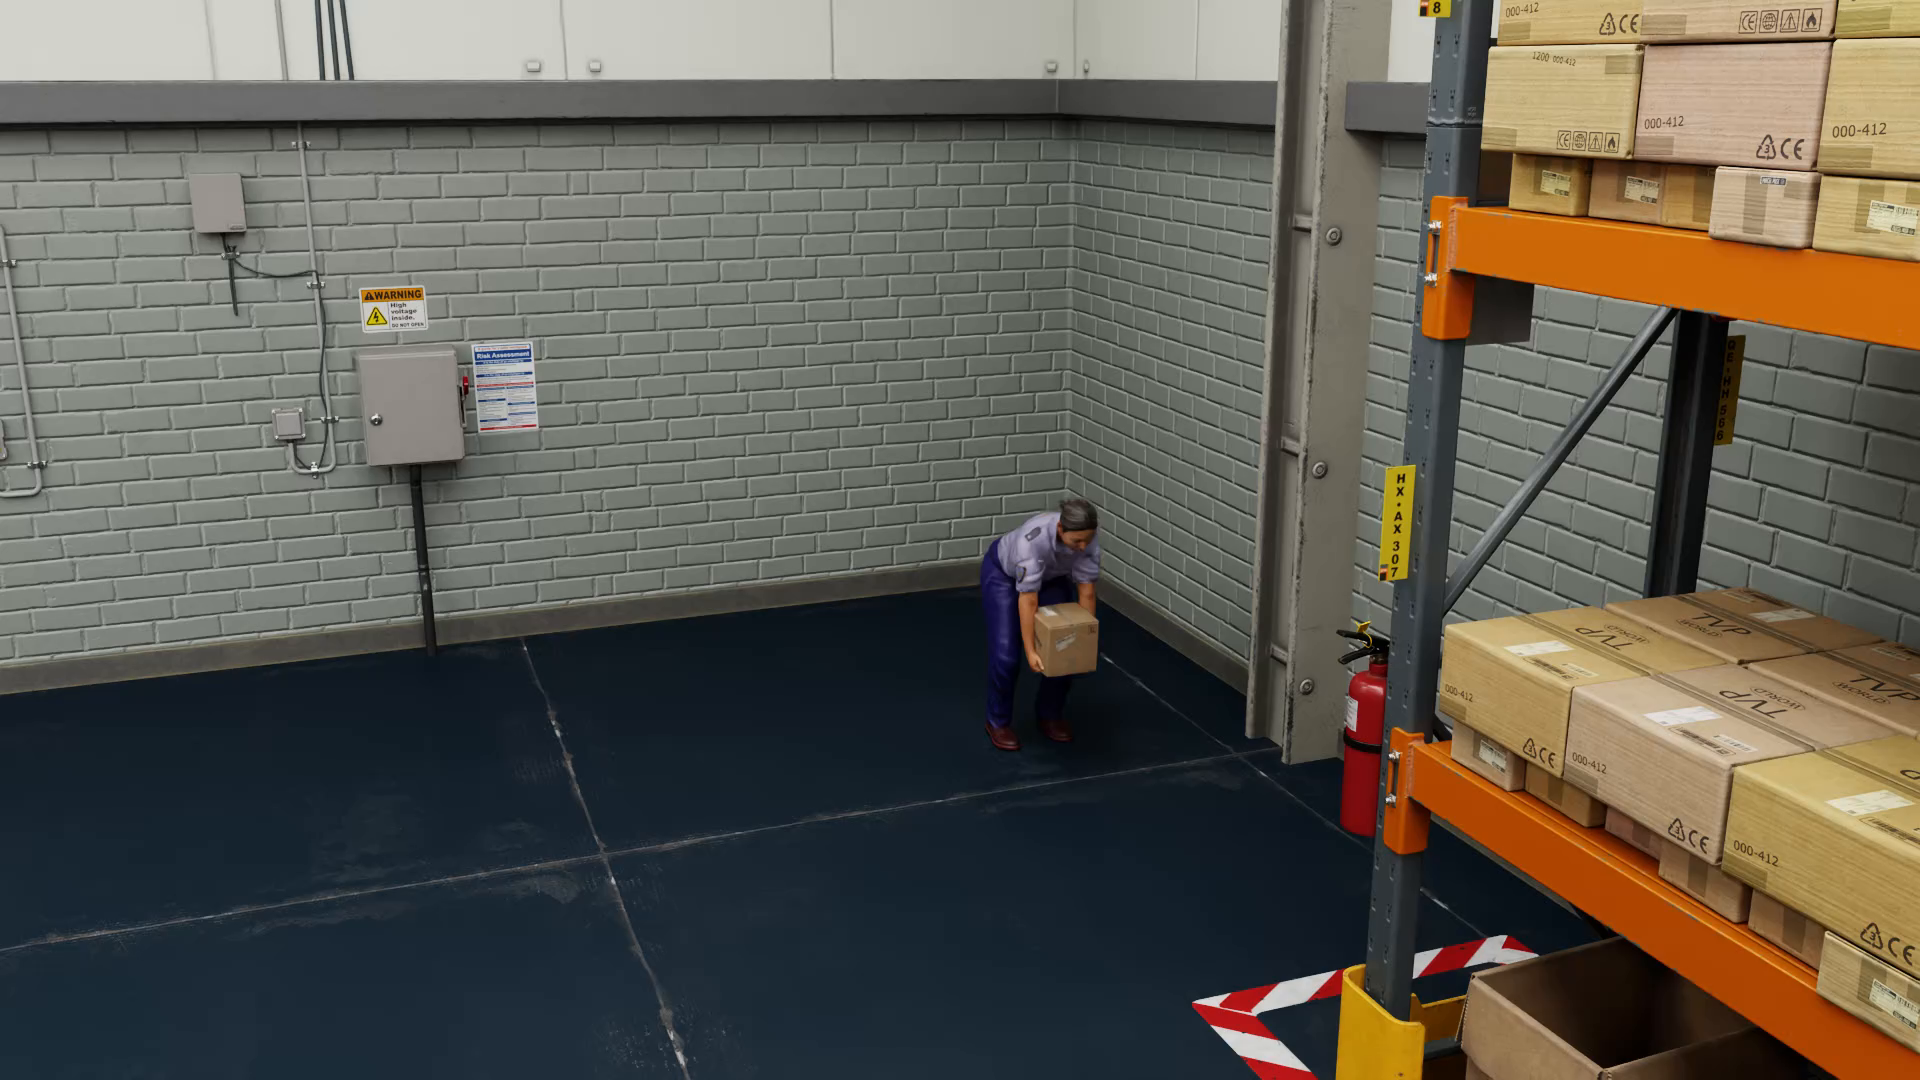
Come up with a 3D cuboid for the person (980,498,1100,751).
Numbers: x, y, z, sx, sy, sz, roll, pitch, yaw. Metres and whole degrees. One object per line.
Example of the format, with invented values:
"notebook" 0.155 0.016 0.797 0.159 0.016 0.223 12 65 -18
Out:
"person" 0.402 0.389 7.819 0.456 1.305 0.770 -6 17 -22
